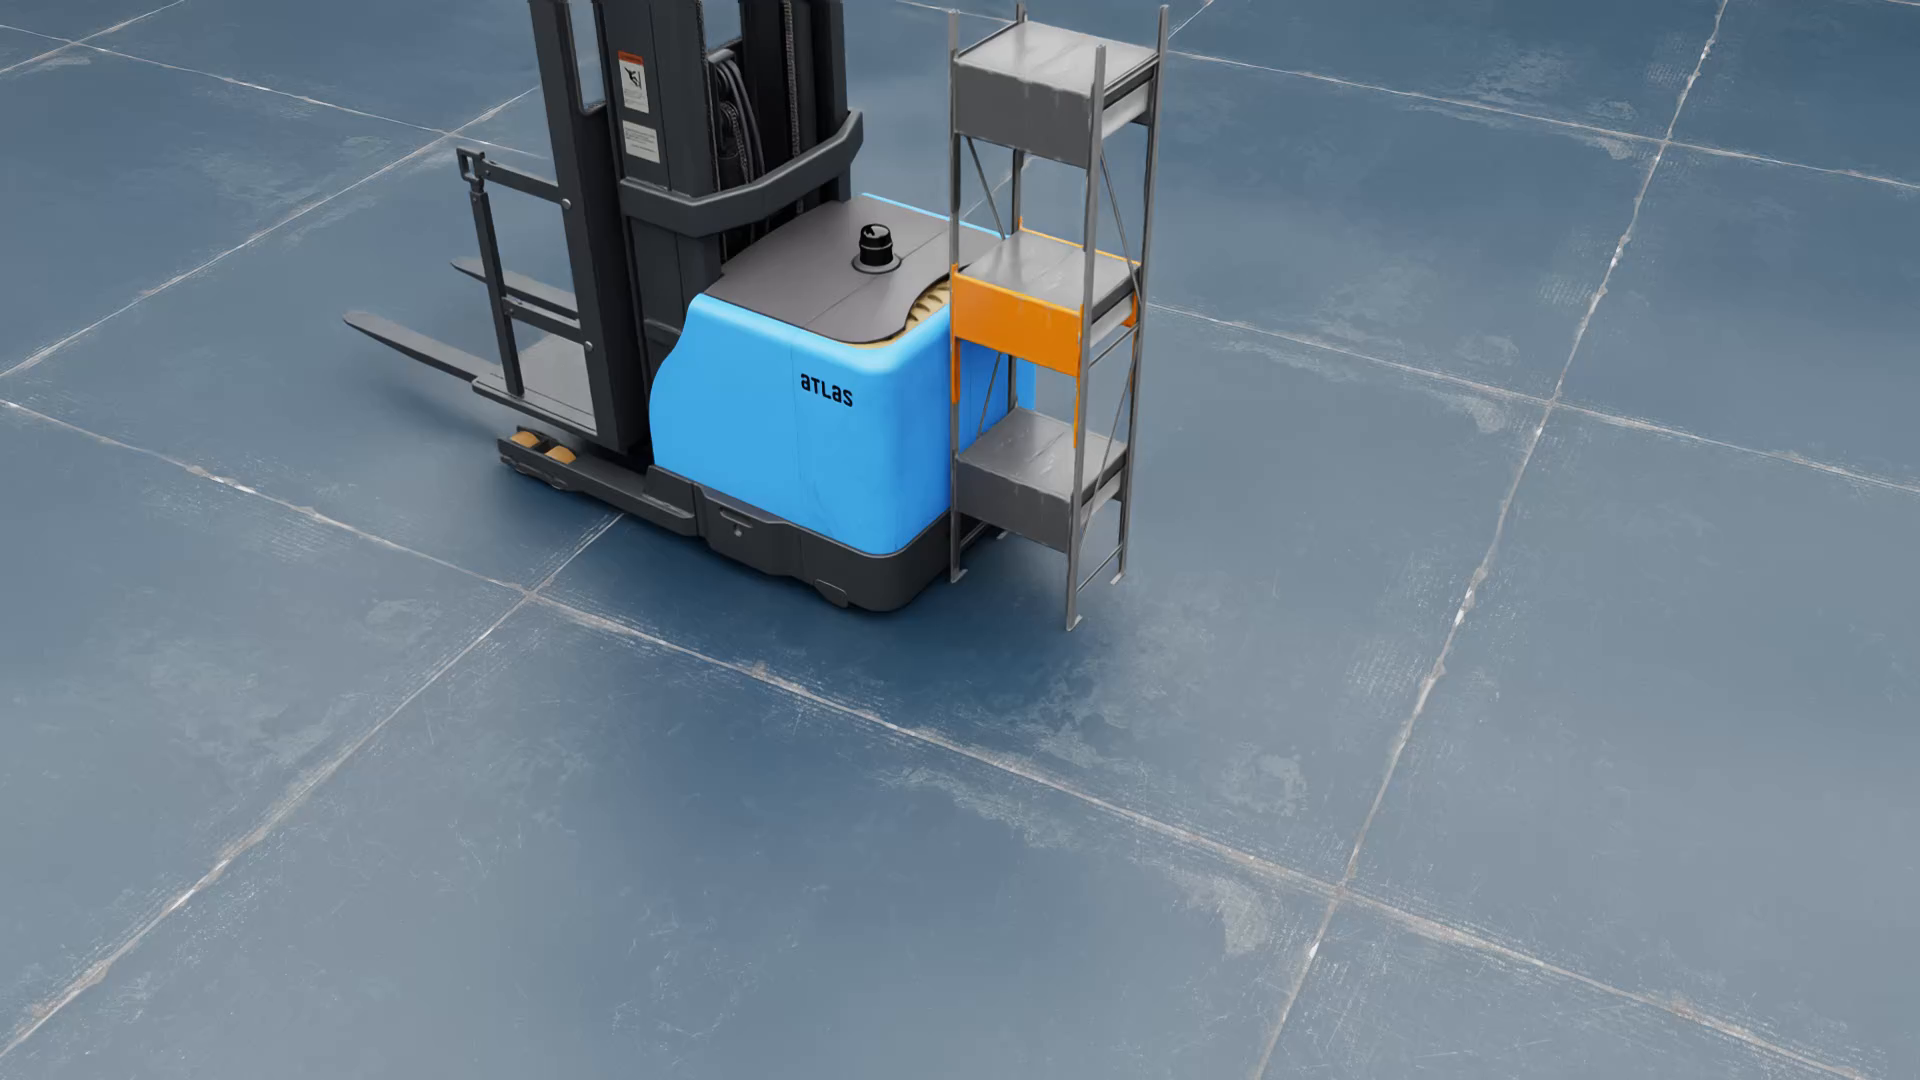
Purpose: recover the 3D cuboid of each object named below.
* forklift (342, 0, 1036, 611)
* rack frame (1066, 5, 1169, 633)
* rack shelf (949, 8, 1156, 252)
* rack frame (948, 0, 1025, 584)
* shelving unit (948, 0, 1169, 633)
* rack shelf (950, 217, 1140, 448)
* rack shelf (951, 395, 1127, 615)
[{"bbox_3d":[-1.213,-1.607,5.943,3.031,2.935,1.130,22,42,26],"label":"forklift"},{"bbox_3d":[0.489,-0.614,5.322,0.015,2.100,0.400,22,42,26],"label":"rack frame"},{"bbox_3d":[0.286,-1.243,5.015,0.480,0.518,0.431,22,42,26],"label":"rack shelf"},{"bbox_3d":[0.083,-0.778,5.538,0.015,2.100,0.400,22,42,26],"label":"rack frame"},{"bbox_3d":[0.286,-0.696,5.430,0.503,2.100,0.431,22,42,26],"label":"shelving unit"},{"bbox_3d":[0.286,-0.685,5.438,0.480,0.518,0.431,22,42,26],"label":"rack shelf"},{"bbox_3d":[0.286,-0.127,5.862,0.480,0.518,0.431,22,42,26],"label":"rack shelf"}]
